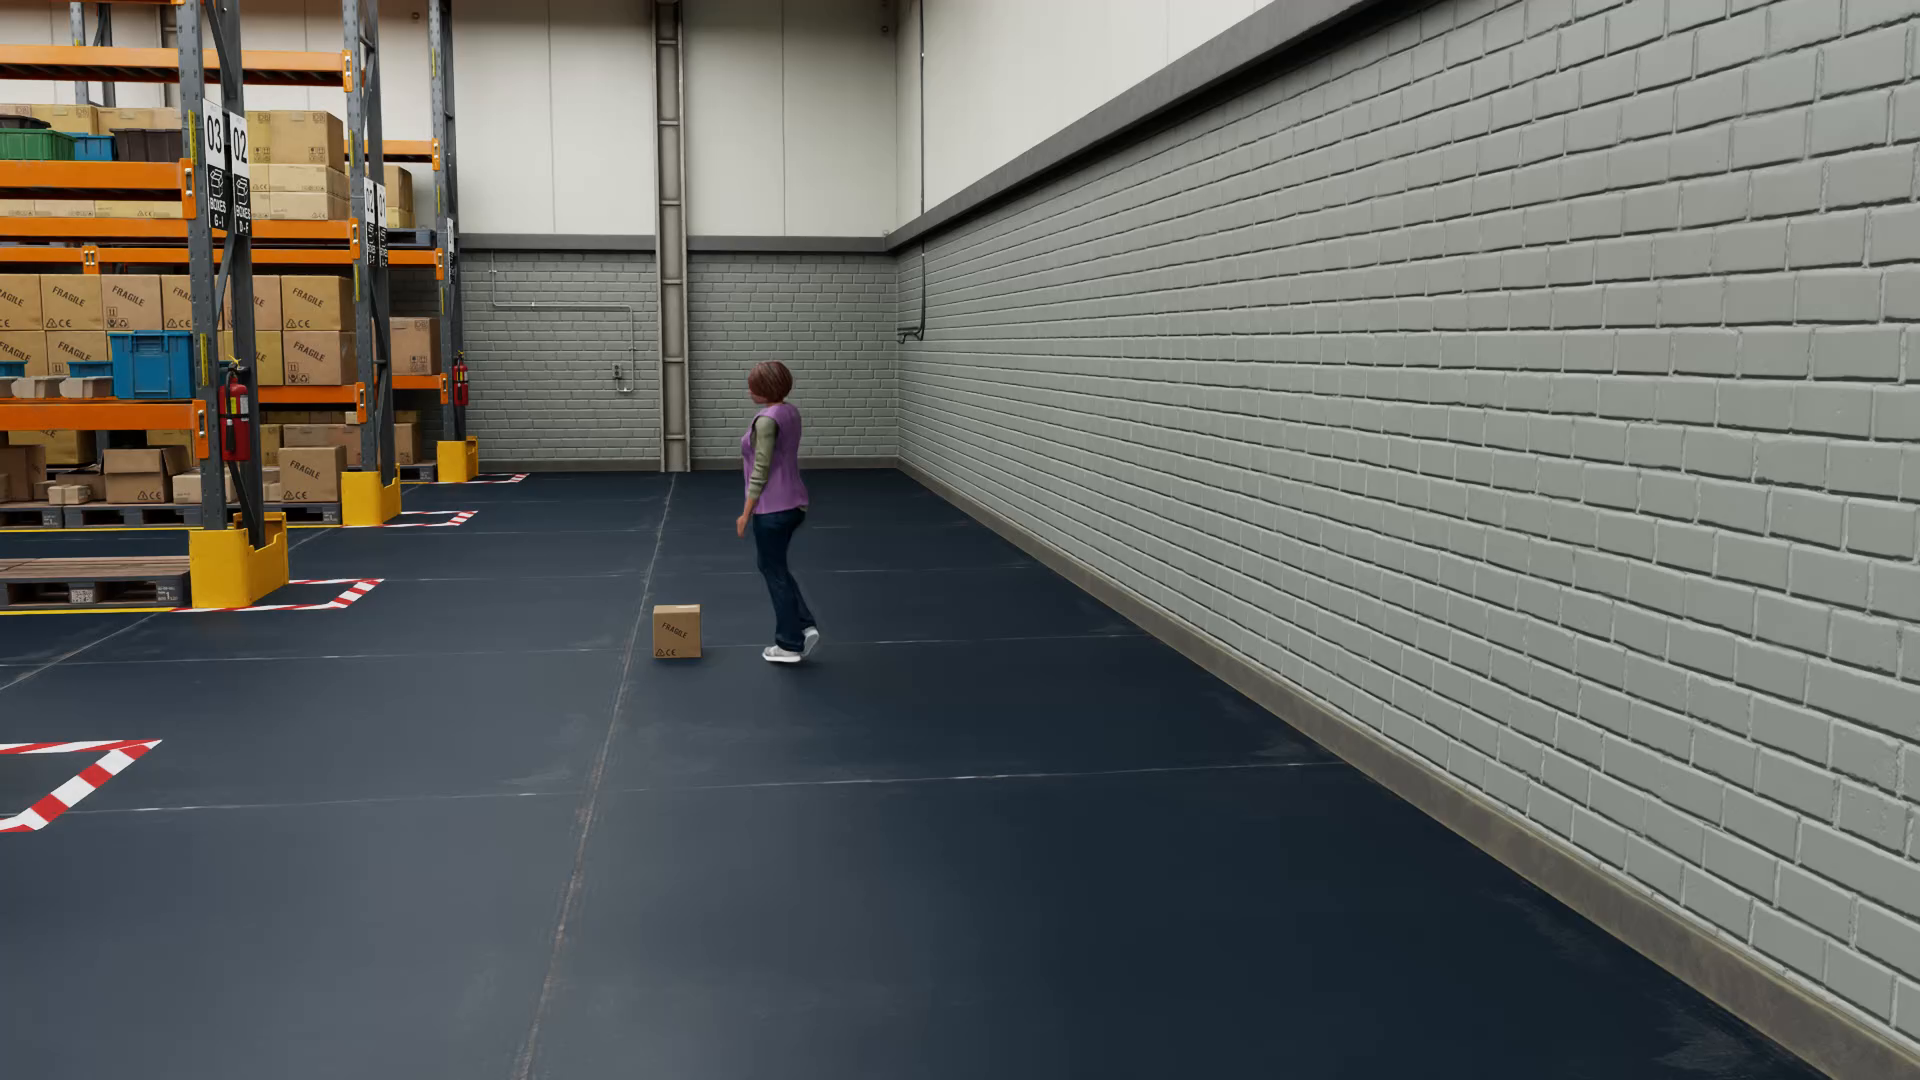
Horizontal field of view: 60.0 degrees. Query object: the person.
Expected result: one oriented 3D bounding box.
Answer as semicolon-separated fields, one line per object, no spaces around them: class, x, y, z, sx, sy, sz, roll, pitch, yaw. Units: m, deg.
person;-0.963;-0.119;8.624;0.361;1.581;0.433;3;7;23
